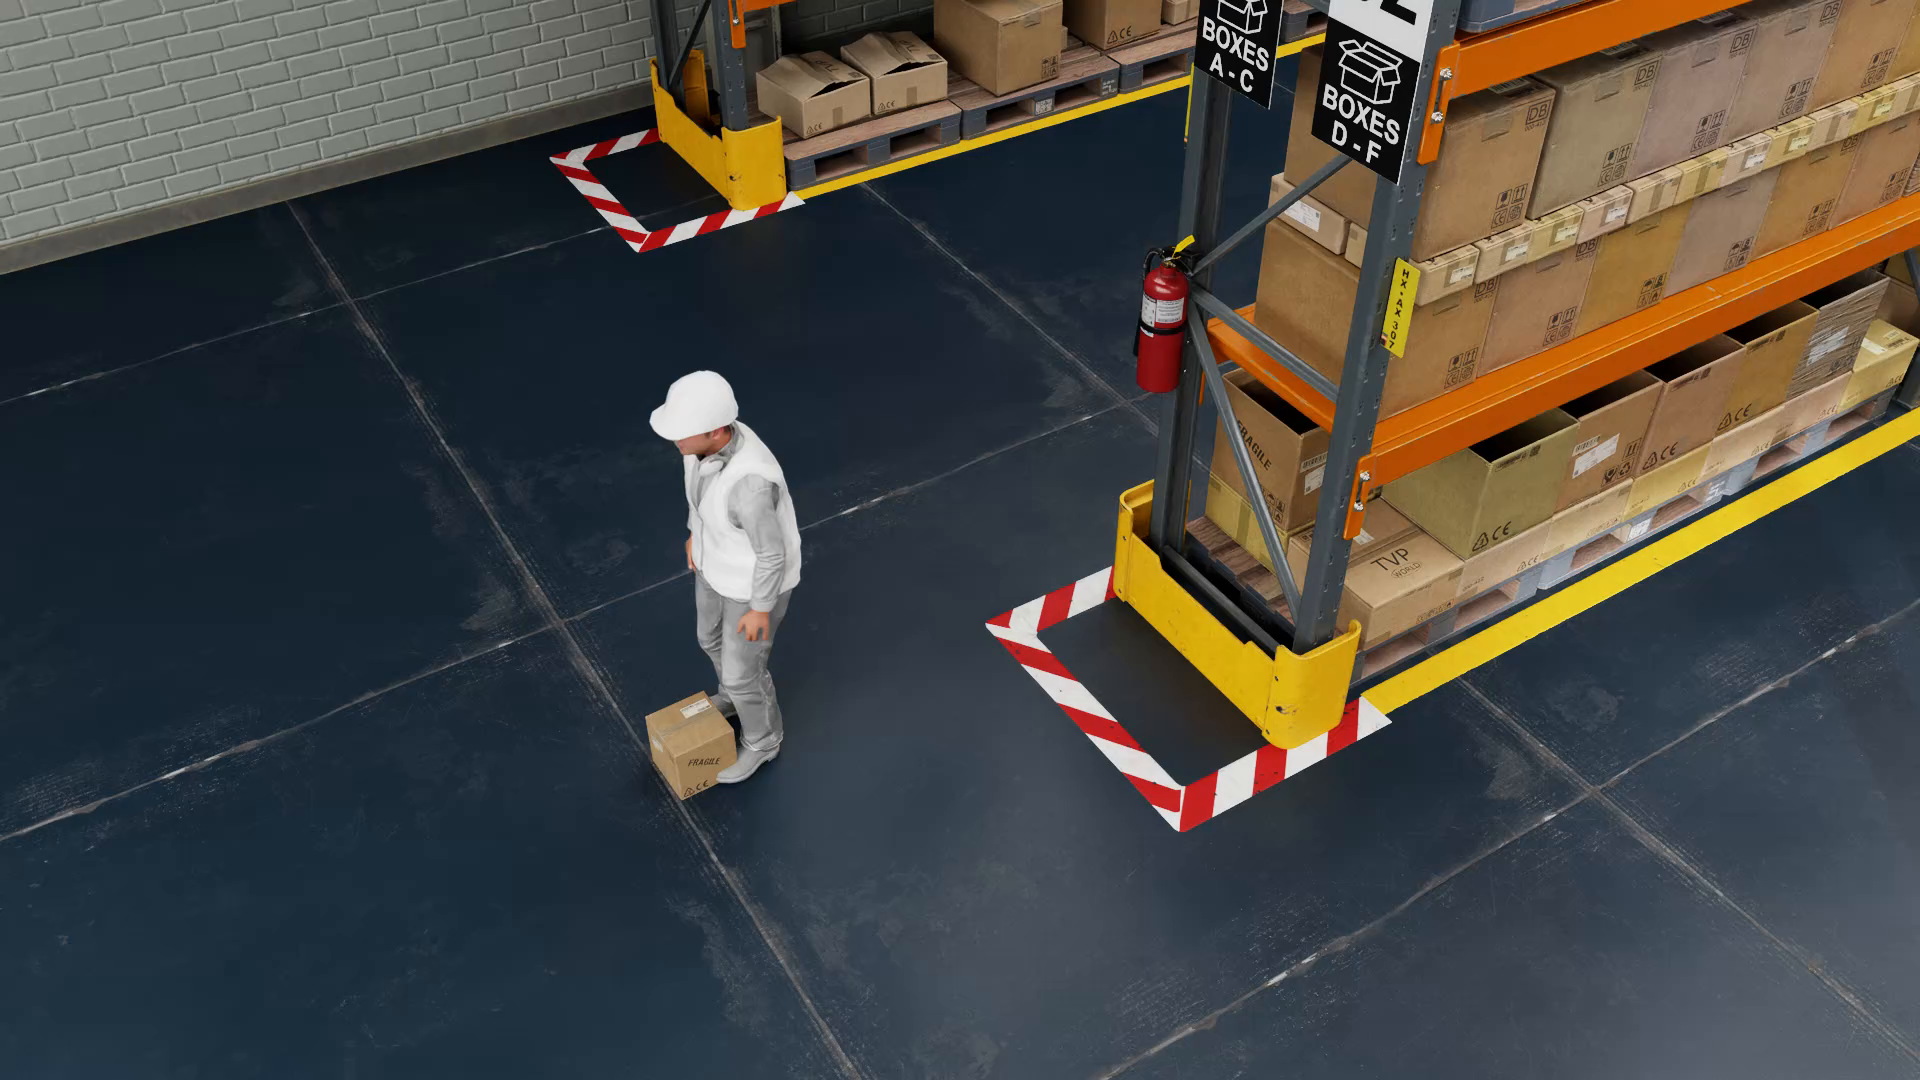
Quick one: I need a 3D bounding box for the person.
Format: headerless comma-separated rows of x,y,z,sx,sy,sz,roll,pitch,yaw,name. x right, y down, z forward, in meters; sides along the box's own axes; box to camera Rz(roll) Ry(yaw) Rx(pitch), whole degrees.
-0.815,0.111,6.007,0.464,1.771,0.580,-22,45,-24,person
